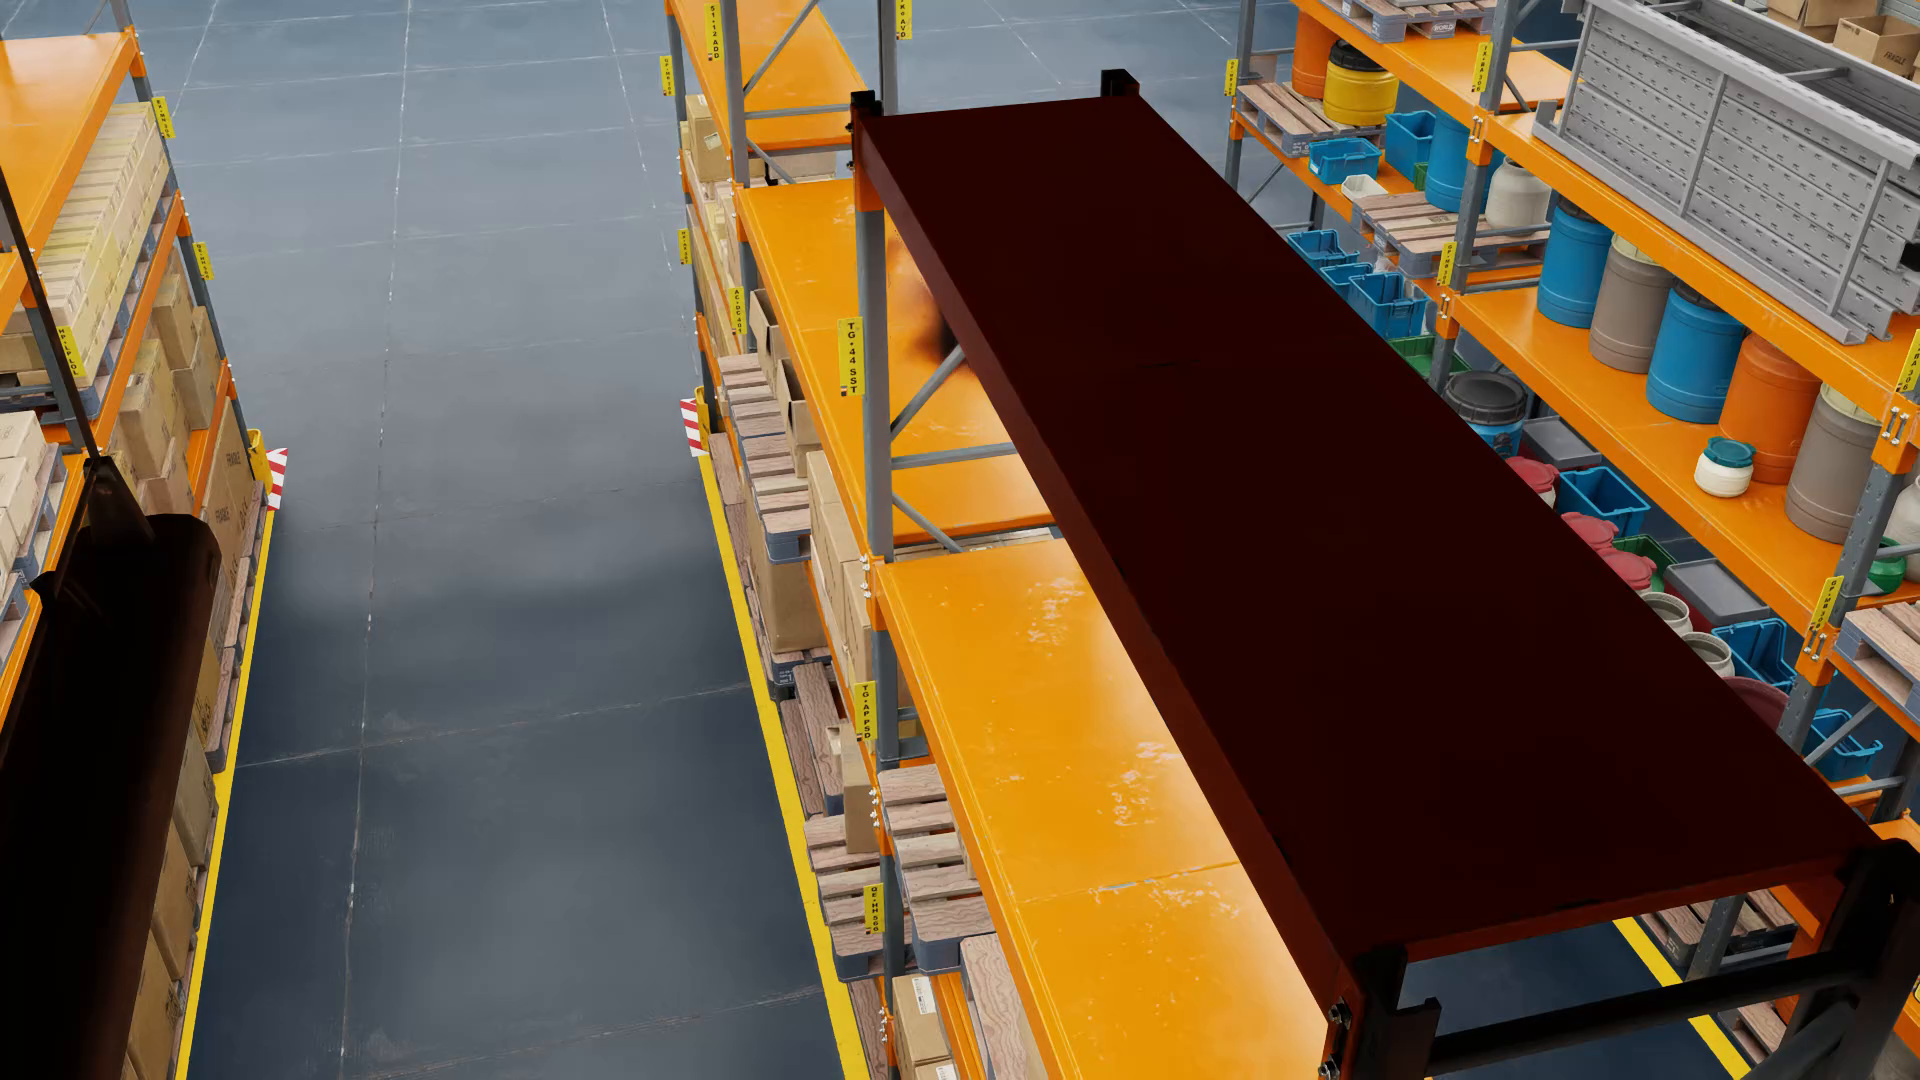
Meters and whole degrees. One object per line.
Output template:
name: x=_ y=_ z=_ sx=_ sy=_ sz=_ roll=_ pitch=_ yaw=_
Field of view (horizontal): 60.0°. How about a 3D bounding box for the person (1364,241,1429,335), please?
person: x=4.383 y=-2.648 z=16.432 sx=0.857 sy=1.795 sz=0.691 roll=28 pitch=43 yaw=34
